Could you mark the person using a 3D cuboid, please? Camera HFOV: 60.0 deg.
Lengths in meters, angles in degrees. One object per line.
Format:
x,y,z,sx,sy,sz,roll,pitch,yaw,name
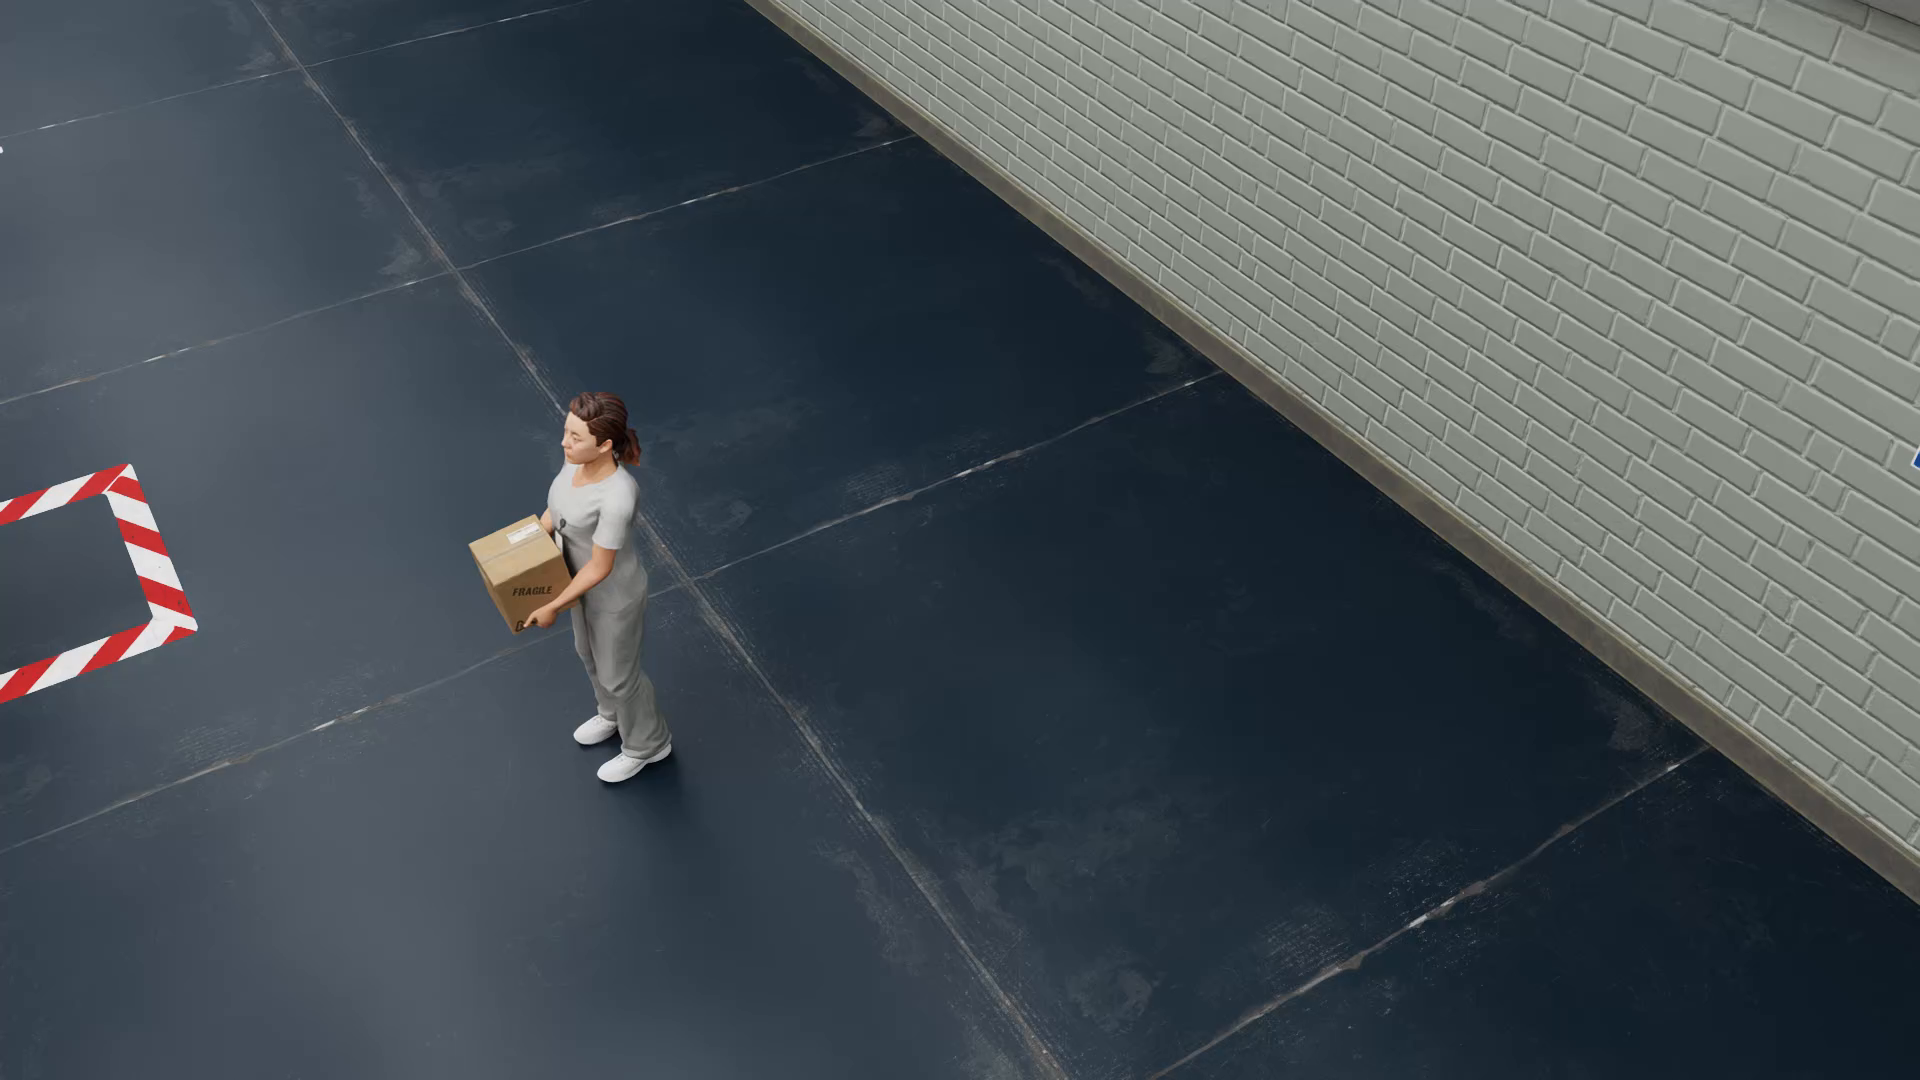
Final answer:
-1.326,0.194,5.944,0.554,1.662,0.437,-22,46,-24,person
